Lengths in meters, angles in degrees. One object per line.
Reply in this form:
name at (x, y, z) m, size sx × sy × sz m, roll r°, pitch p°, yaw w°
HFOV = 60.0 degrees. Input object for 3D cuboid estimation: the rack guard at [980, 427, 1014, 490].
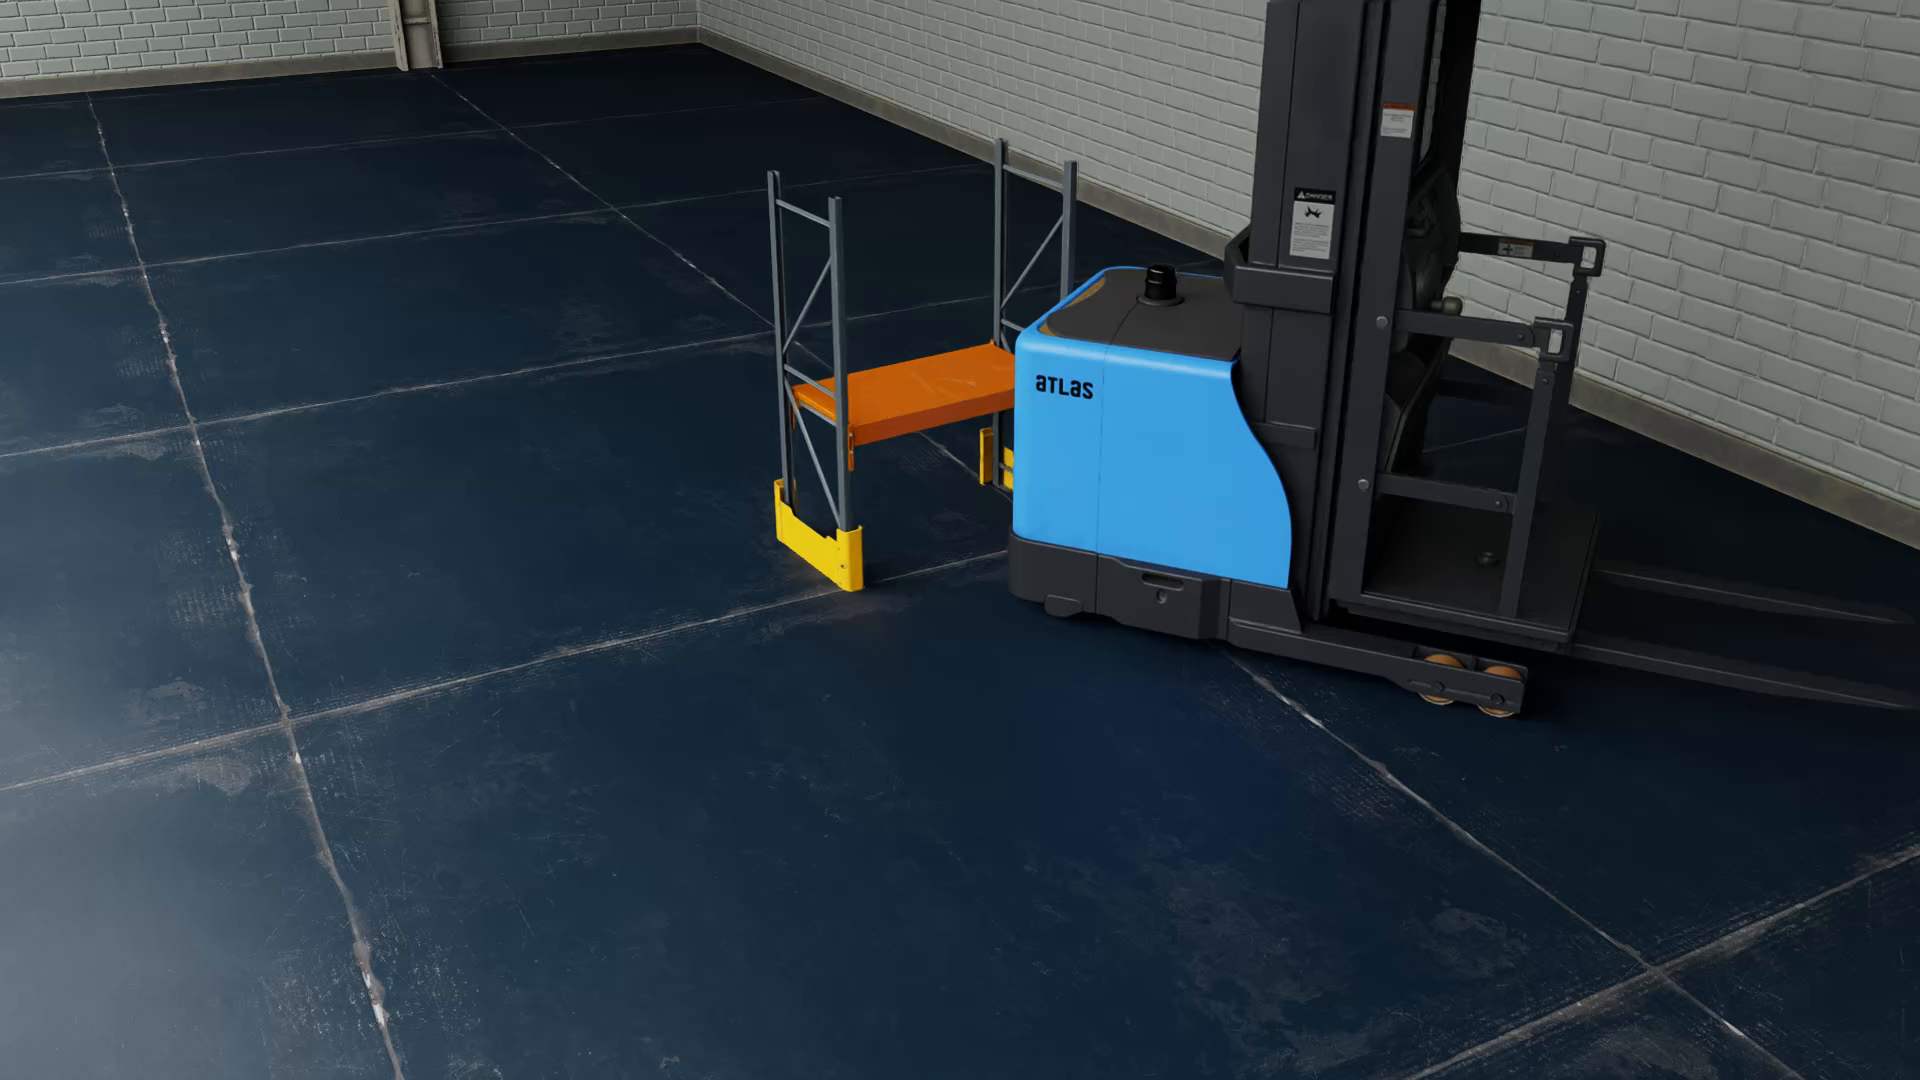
rack guard at (0.275, -0.265, 7.012) m, size 0.087 × 0.250 × 0.587 m, roll -16°, pitch 30°, yaw -30°

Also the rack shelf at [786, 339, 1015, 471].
rack shelf at (-0.133, -0.549, 6.576) m, size 1.000 × 0.185 × 0.538 m, roll -16°, pitch 30°, yaw -30°

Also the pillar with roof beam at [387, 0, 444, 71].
pillar with roof beam at (-3.352, -7.126, 11.195) m, size 0.400 × 9.000 × 9.100 m, roll -13°, pitch 29°, yaw -25°

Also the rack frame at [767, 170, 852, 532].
rack frame at (-0.557, -0.590, 6.246) m, size 0.032 × 1.500 × 0.500 m, roll -16°, pitch 30°, yaw -30°

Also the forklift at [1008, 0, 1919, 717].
forklift at (1.741, -0.995, 5.436) m, size 3.031 × 2.935 × 1.130 m, roll 11°, pitch 28°, yaw 22°

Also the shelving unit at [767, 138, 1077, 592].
shelving unit at (-0.141, -0.709, 6.494) m, size 1.083 × 1.500 × 0.587 m, roll -16°, pitch 30°, yaw -30°

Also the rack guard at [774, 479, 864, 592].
rack guard at (-0.556, -0.027, 6.517) m, size 0.087 × 0.250 × 0.587 m, roll -16°, pitch 30°, yaw -30°

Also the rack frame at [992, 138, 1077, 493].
rack frame at (0.291, -0.833, 6.751) m, size 0.032 × 1.500 × 0.500 m, roll -16°, pitch 30°, yaw -30°
